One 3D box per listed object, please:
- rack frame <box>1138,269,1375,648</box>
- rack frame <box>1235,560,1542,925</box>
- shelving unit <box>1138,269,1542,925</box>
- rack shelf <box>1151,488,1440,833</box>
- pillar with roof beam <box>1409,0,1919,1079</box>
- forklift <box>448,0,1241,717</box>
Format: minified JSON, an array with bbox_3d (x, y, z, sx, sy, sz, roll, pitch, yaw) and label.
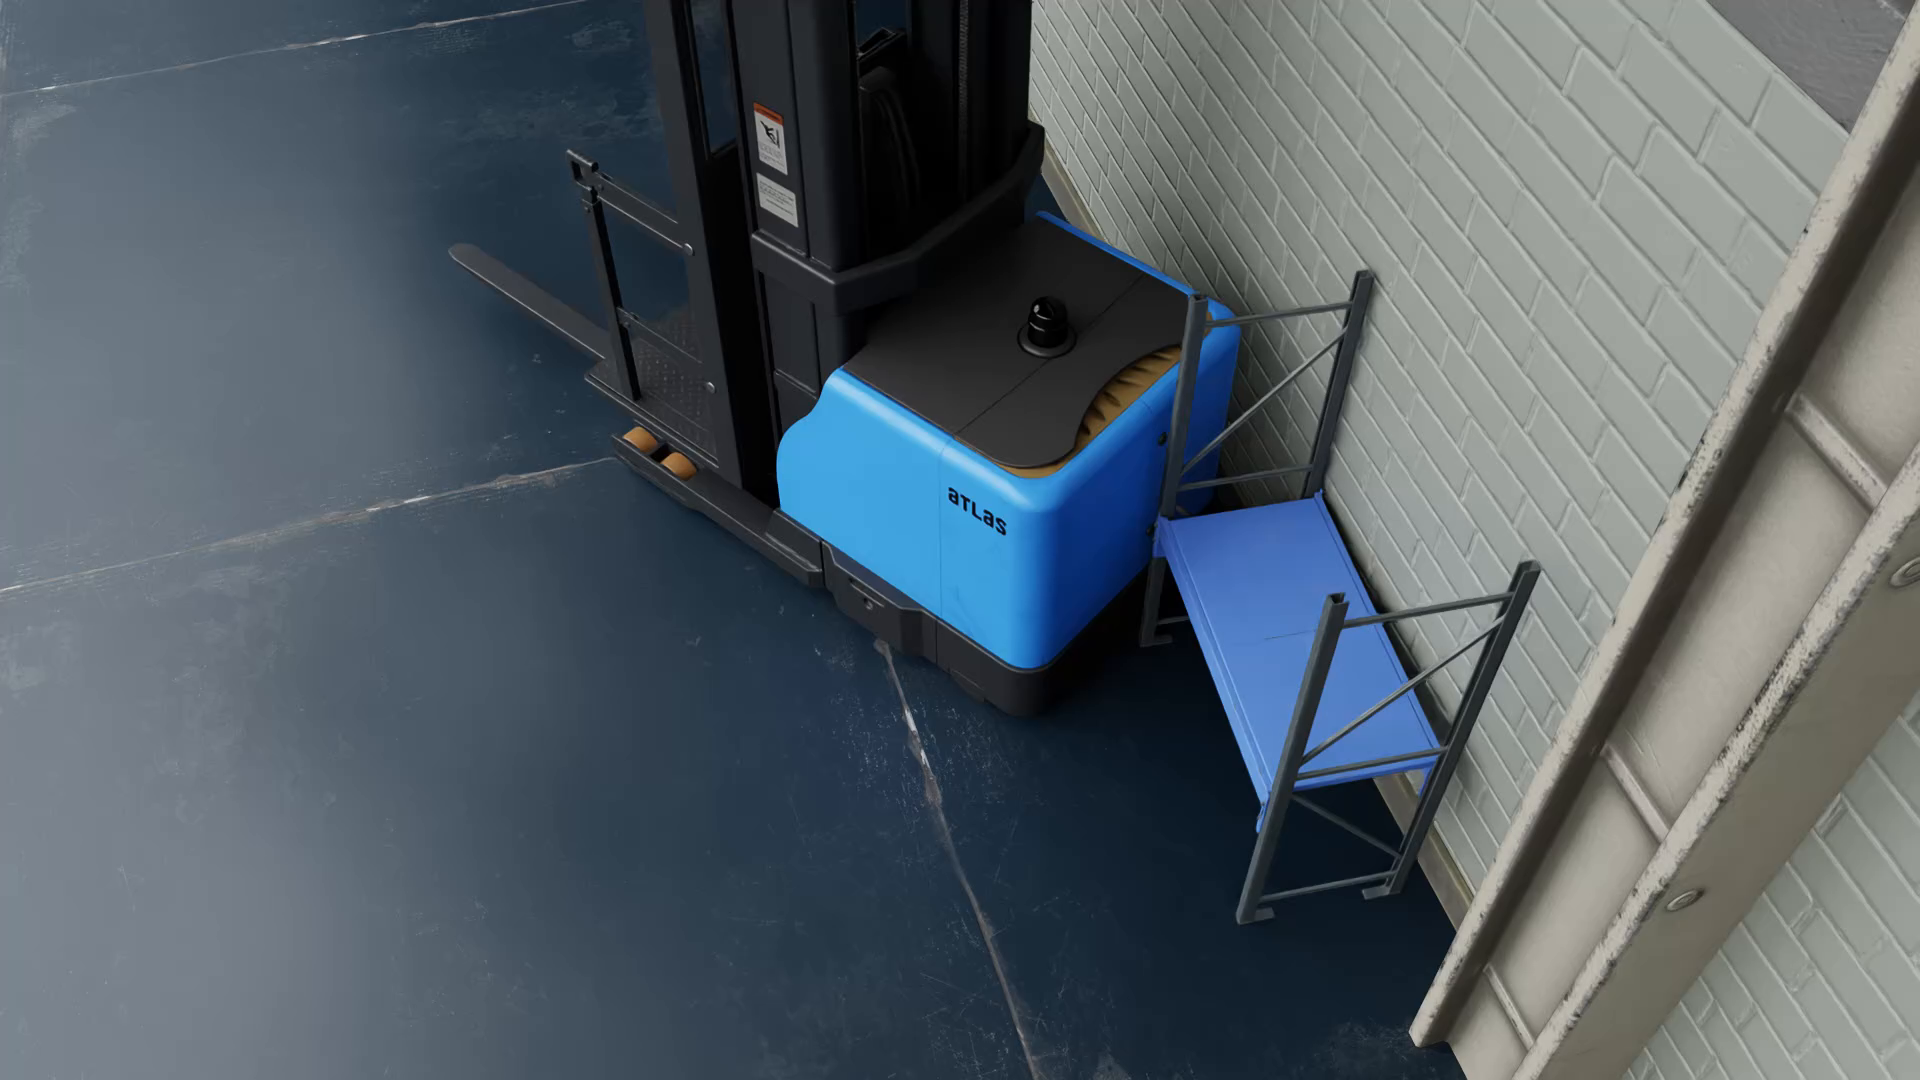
[{"bbox_3d":[0.838,-0.182,4.919,0.500,1.500,0.032,-9,50,-8],"label":"rack frame"},{"bbox_3d":[1.053,0.578,4.279,0.500,1.500,0.032,-9,50,-8],"label":"rack frame"},{"bbox_3d":[0.945,0.198,4.599,0.538,1.500,1.048,-9,50,-8],"label":"shelving unit"},{"bbox_3d":[0.944,0.315,4.736,0.538,0.185,1.000,-9,50,-8],"label":"rack shelf"},{"bbox_3d":[-2.666,-0.462,0.254,9.100,9.000,0.400,-13,51,-11],"label":"pillar with roof beam"},{"bbox_3d":[-0.601,-1.364,4.983,3.031,2.935,1.130,33,57,25],"label":"forklift"}]
